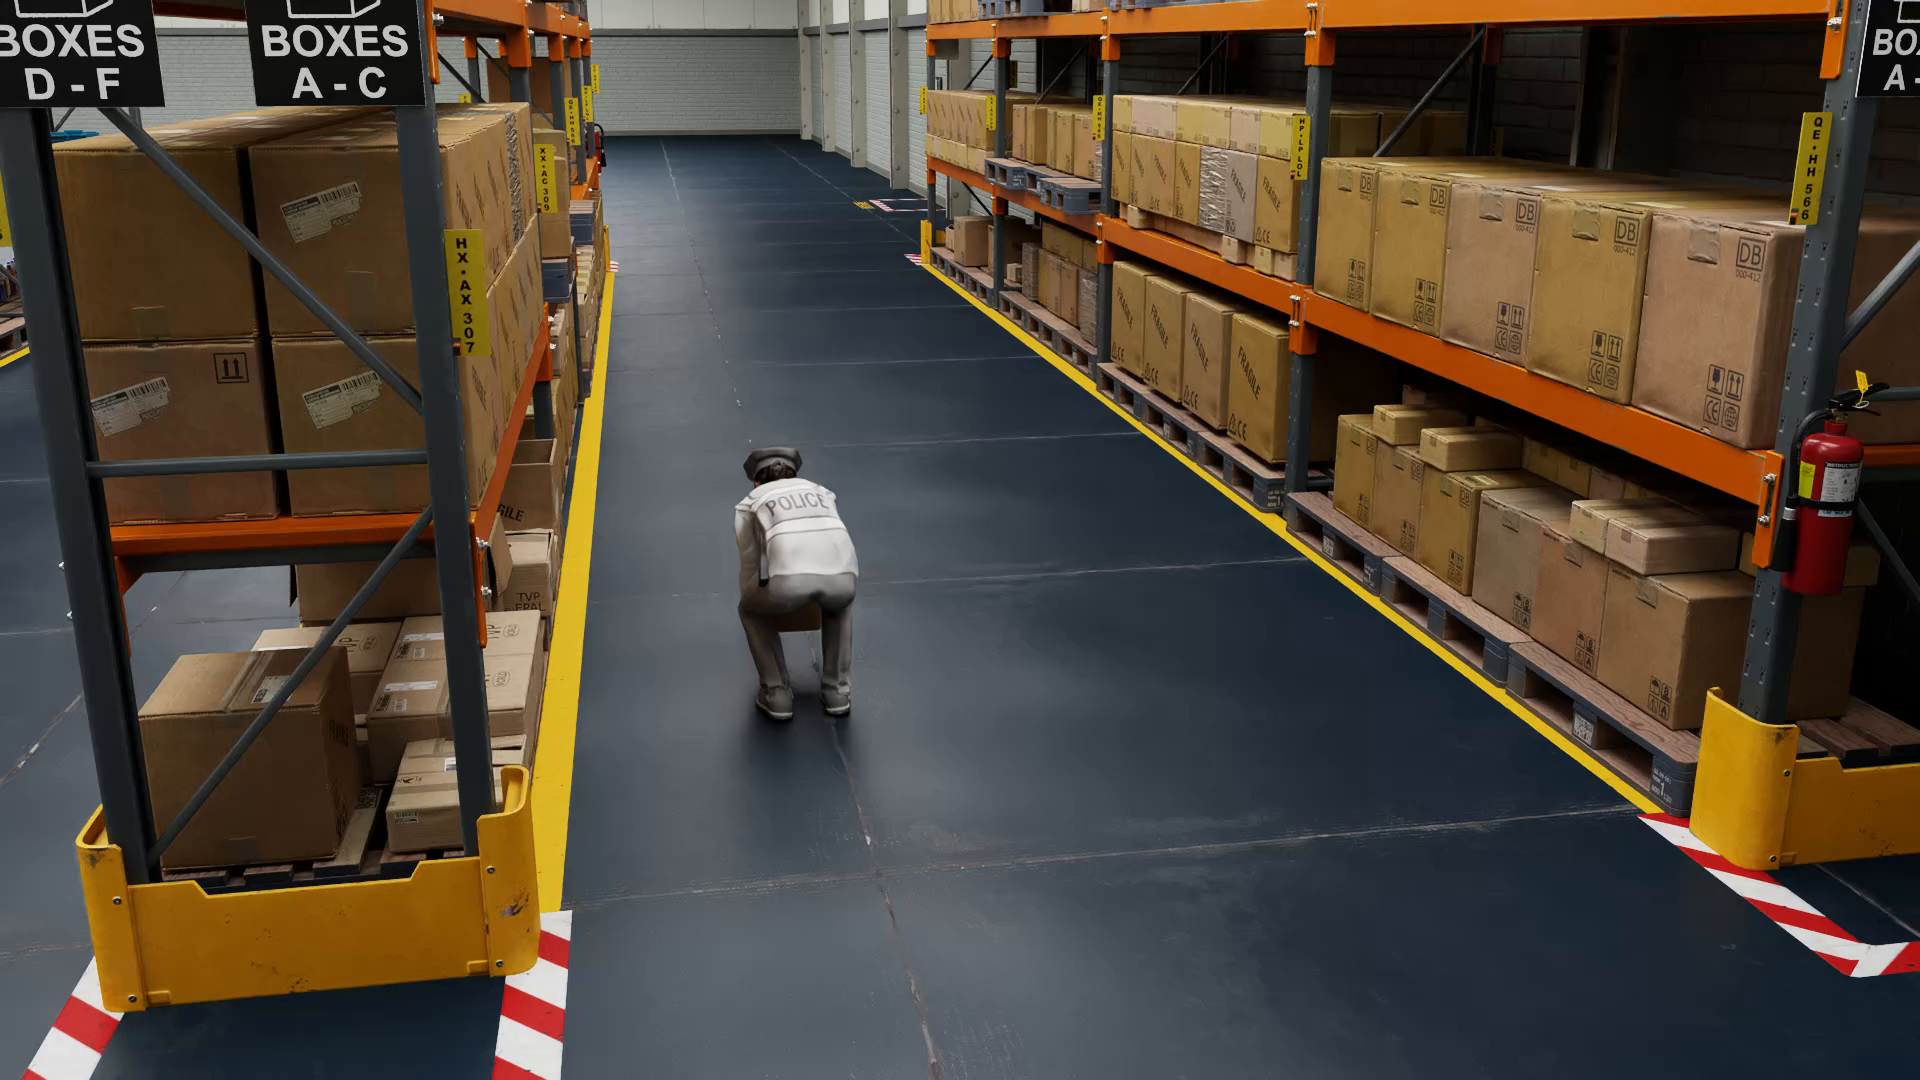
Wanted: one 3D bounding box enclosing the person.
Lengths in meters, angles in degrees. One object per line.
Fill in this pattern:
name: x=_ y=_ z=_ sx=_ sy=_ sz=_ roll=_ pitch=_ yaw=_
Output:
person: x=-0.664 y=0.165 z=6.695 sx=0.467 sy=0.981 sz=0.903 roll=-4 pitch=17 yaw=-14
